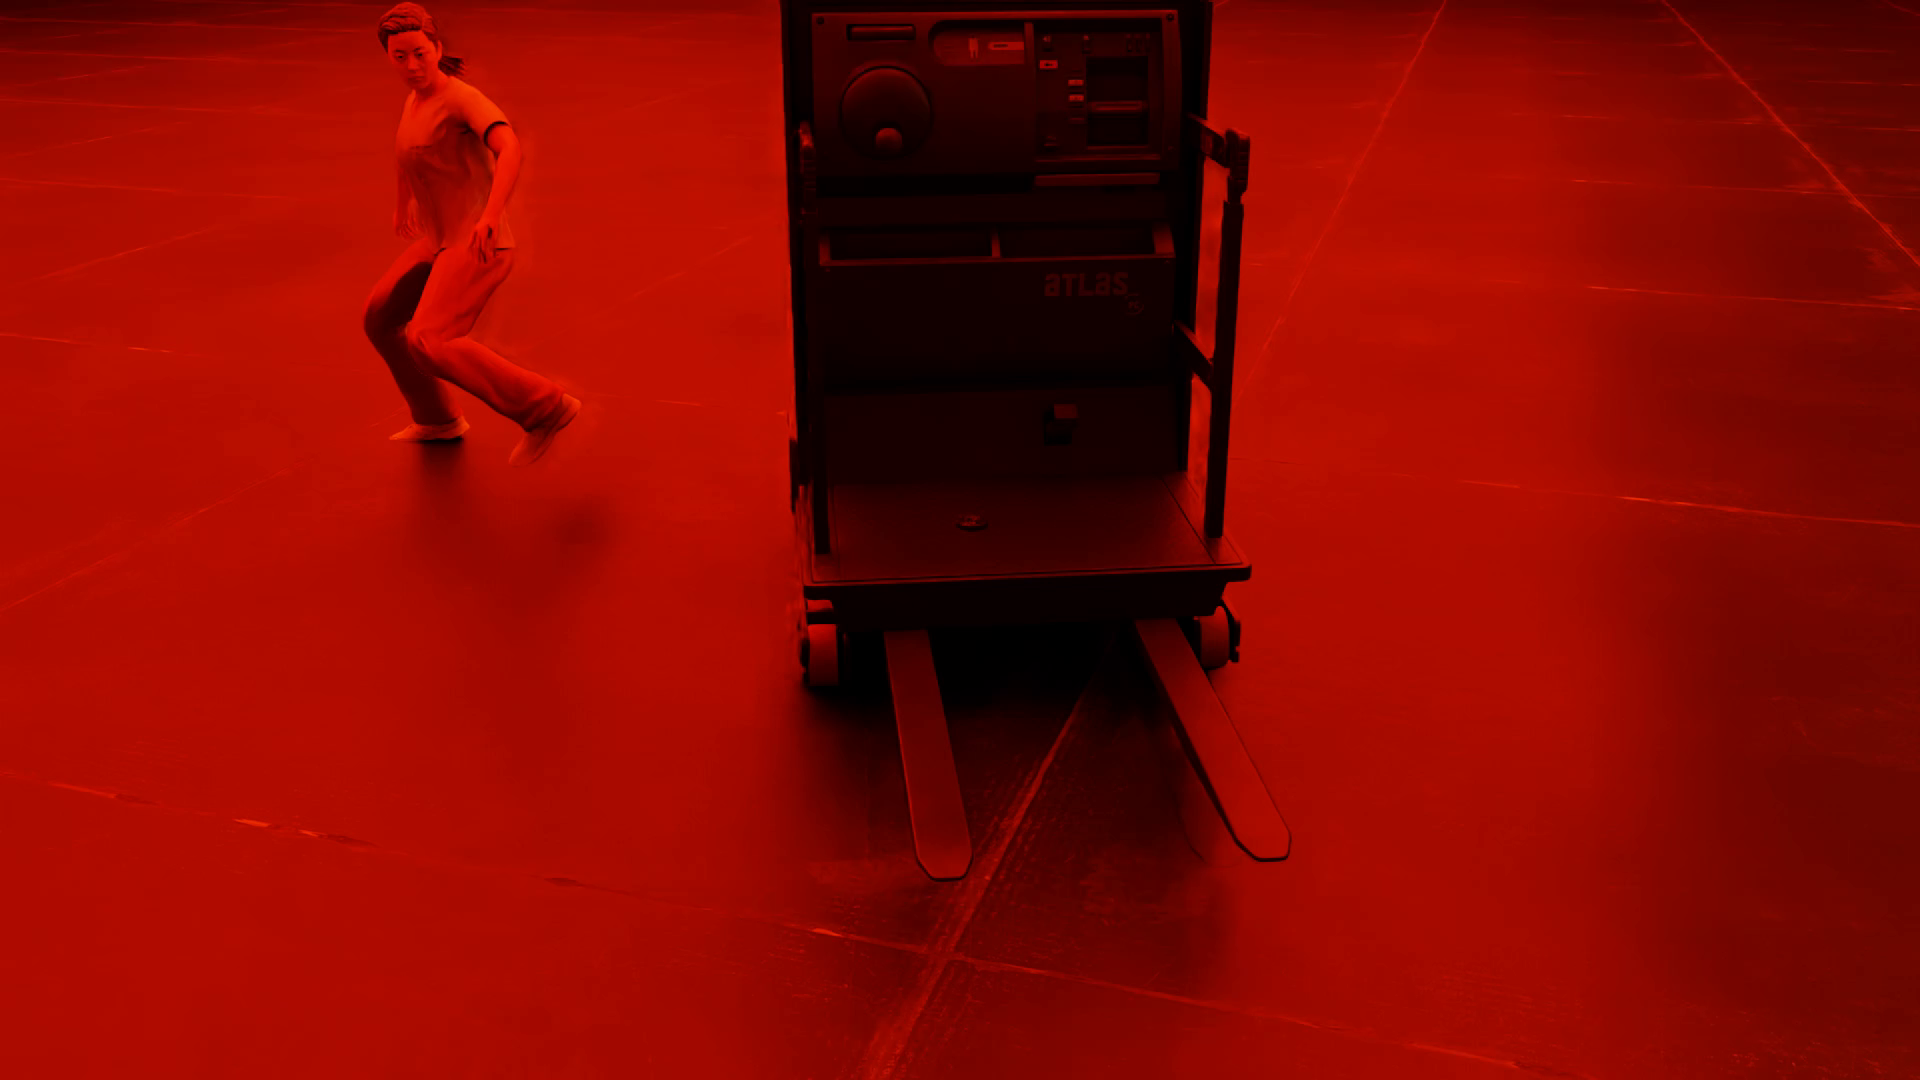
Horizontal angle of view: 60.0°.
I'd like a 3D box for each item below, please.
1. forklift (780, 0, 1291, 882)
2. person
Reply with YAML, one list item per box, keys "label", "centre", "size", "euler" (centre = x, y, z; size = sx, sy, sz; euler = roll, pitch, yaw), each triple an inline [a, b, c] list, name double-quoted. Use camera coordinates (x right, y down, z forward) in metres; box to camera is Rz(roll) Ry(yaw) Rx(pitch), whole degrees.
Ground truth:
- label: "forklift"
  centre: [0.120, -1.117, 3.986]
  size: [1.130, 2.935, 3.031]
  euler: [-2, 23, -6]
- label: "person"
  centre: [-1.734, -0.996, 5.599]
  size: [0.499, 1.559, 1.022]
  euler: [-15, 27, -32]
